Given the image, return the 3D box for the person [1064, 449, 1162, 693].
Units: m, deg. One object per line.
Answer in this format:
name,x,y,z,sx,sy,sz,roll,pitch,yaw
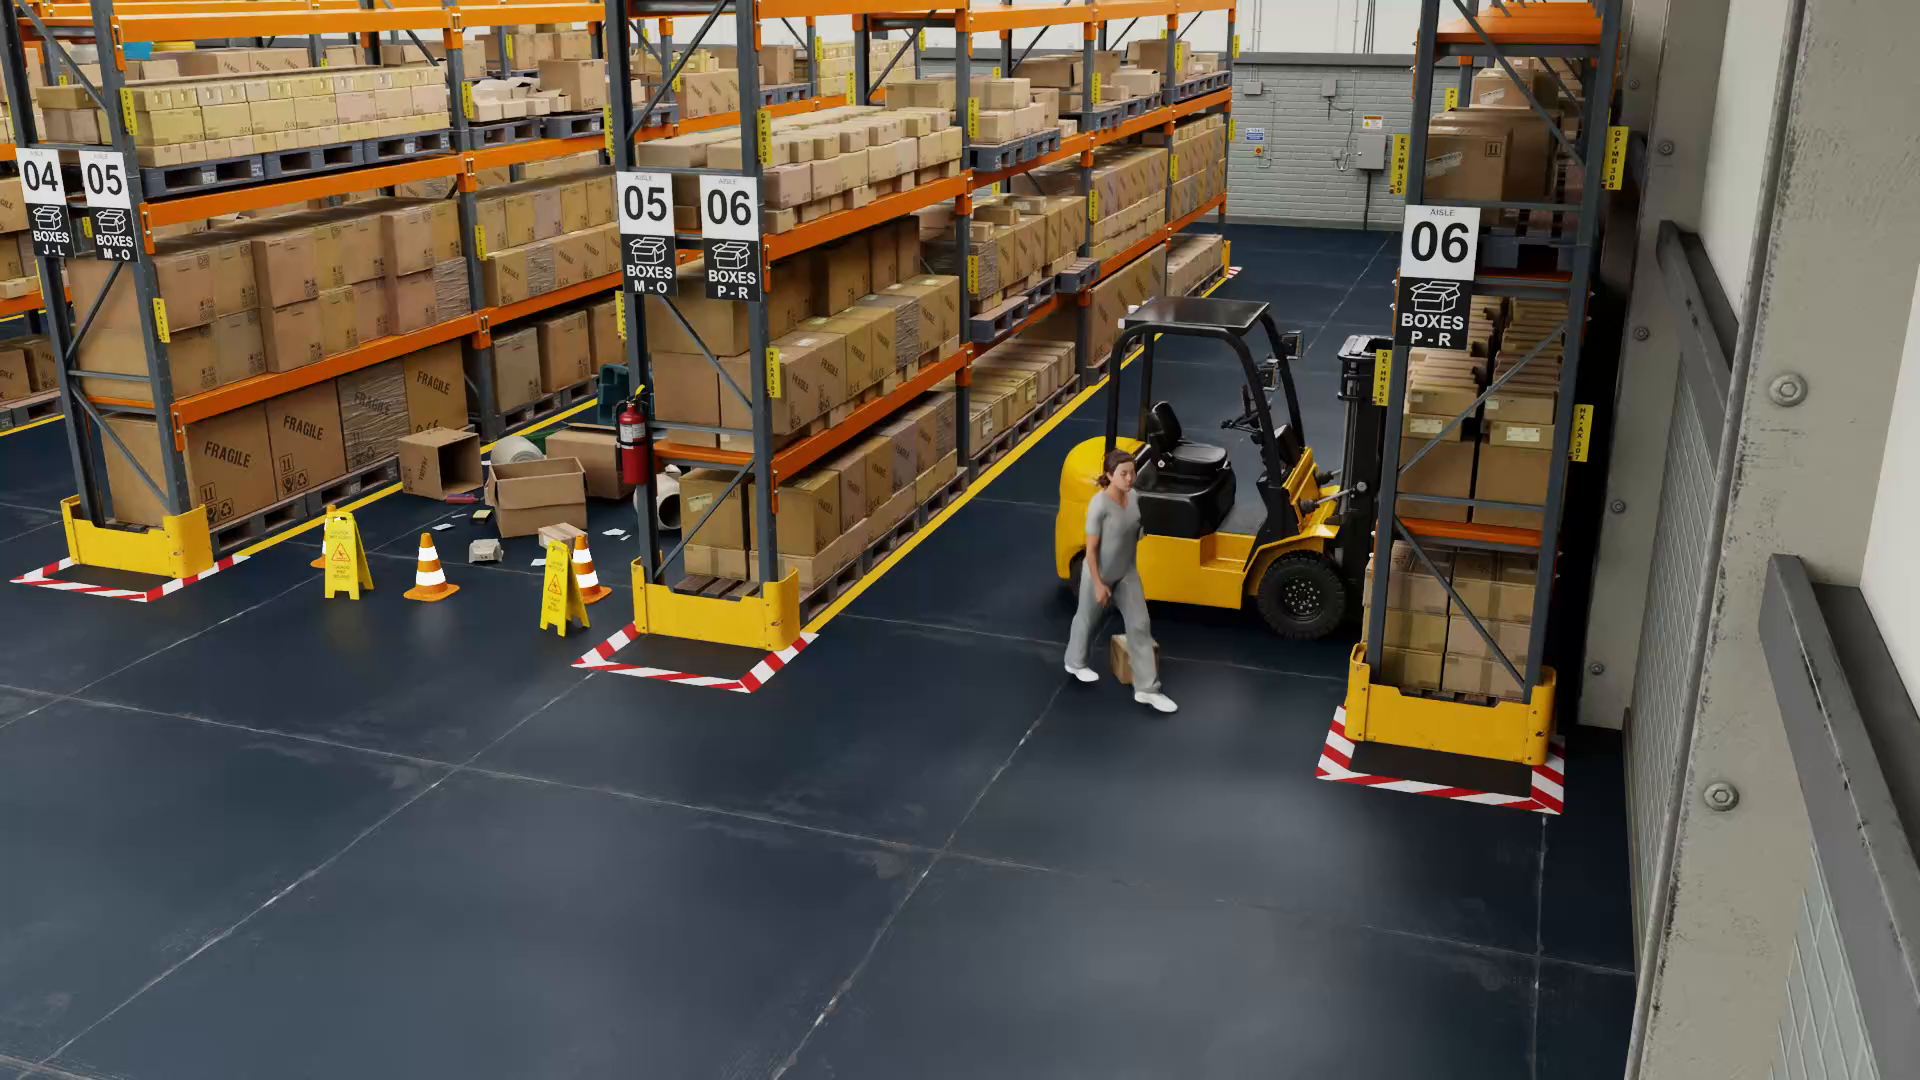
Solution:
person,0.937,0.170,10.444,0.469,1.551,0.804,-12,22,-32
